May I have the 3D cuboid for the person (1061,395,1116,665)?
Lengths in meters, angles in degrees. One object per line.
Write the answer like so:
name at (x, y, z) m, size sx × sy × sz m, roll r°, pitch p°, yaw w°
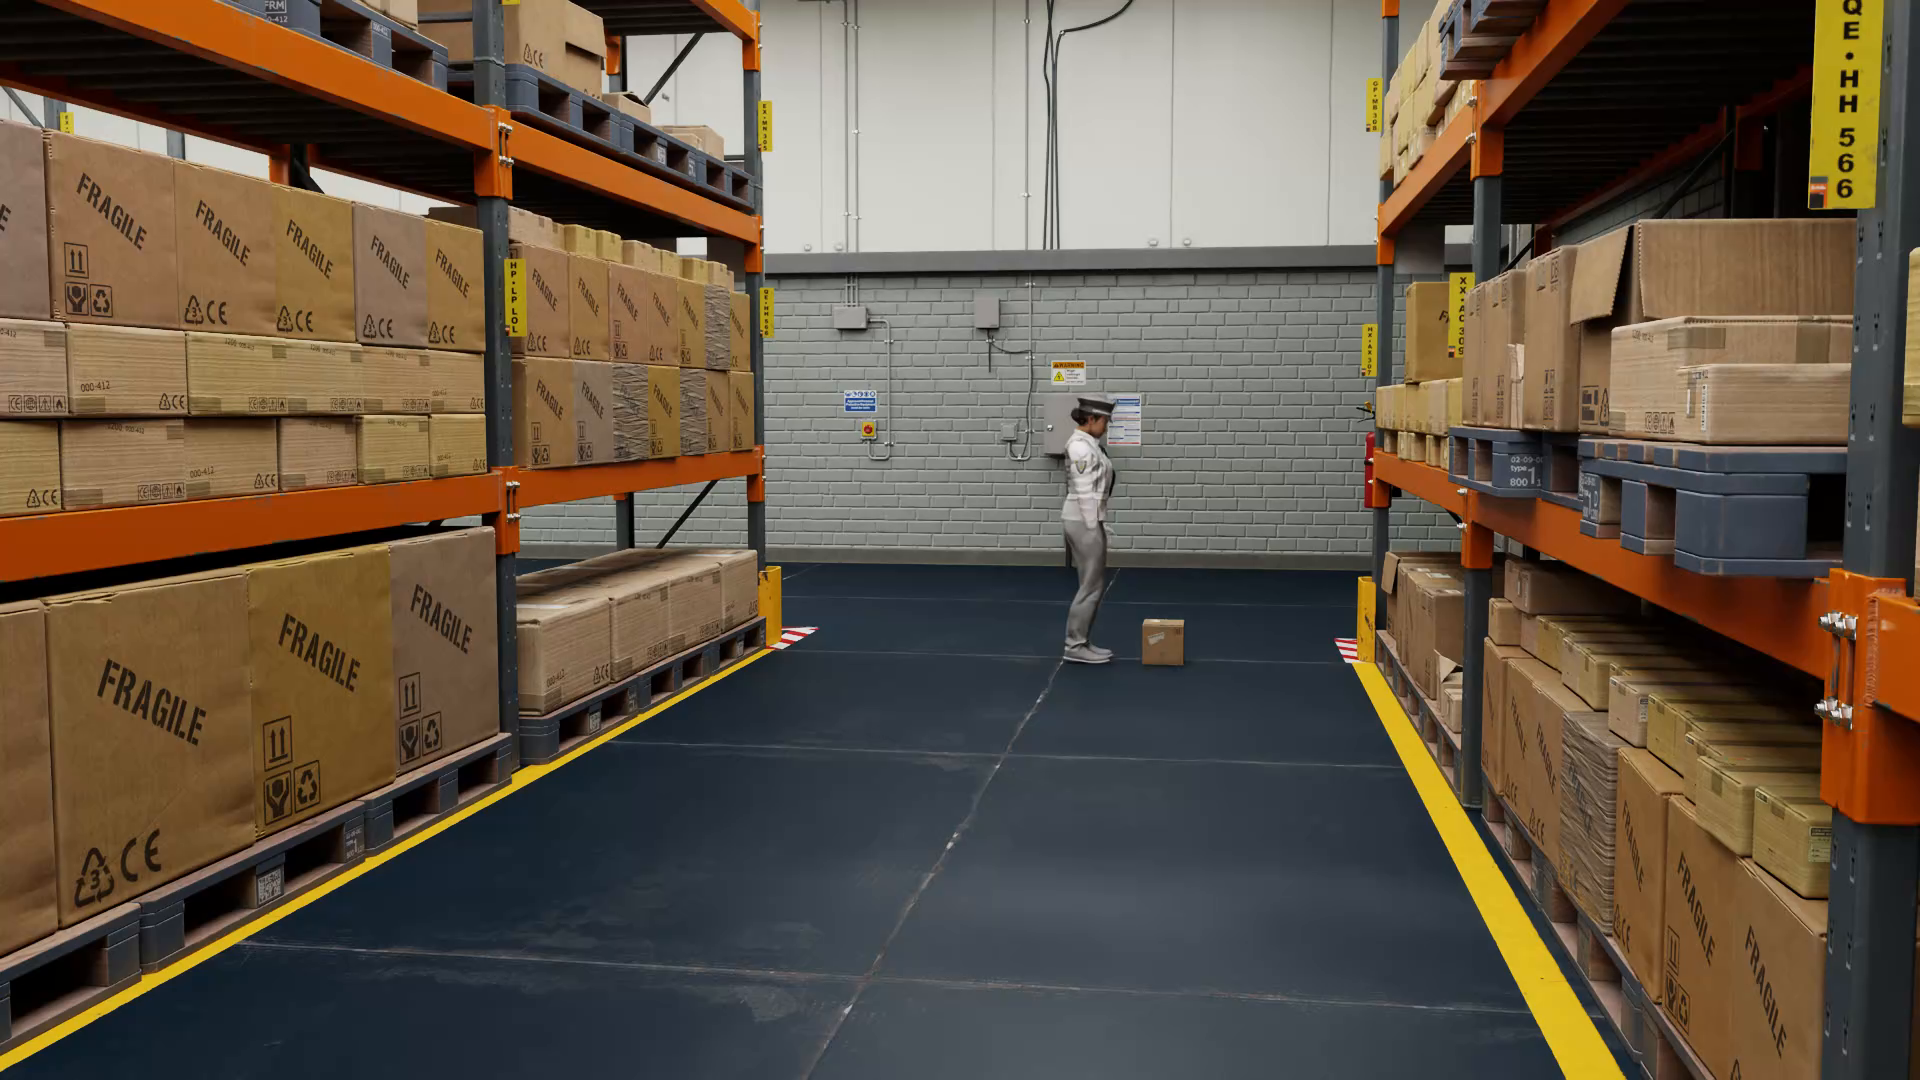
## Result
person at (0.800, -0.070, 10.361) m, size 0.338 × 1.659 × 0.476 m, roll 1°, pitch 5°, yaw 10°
